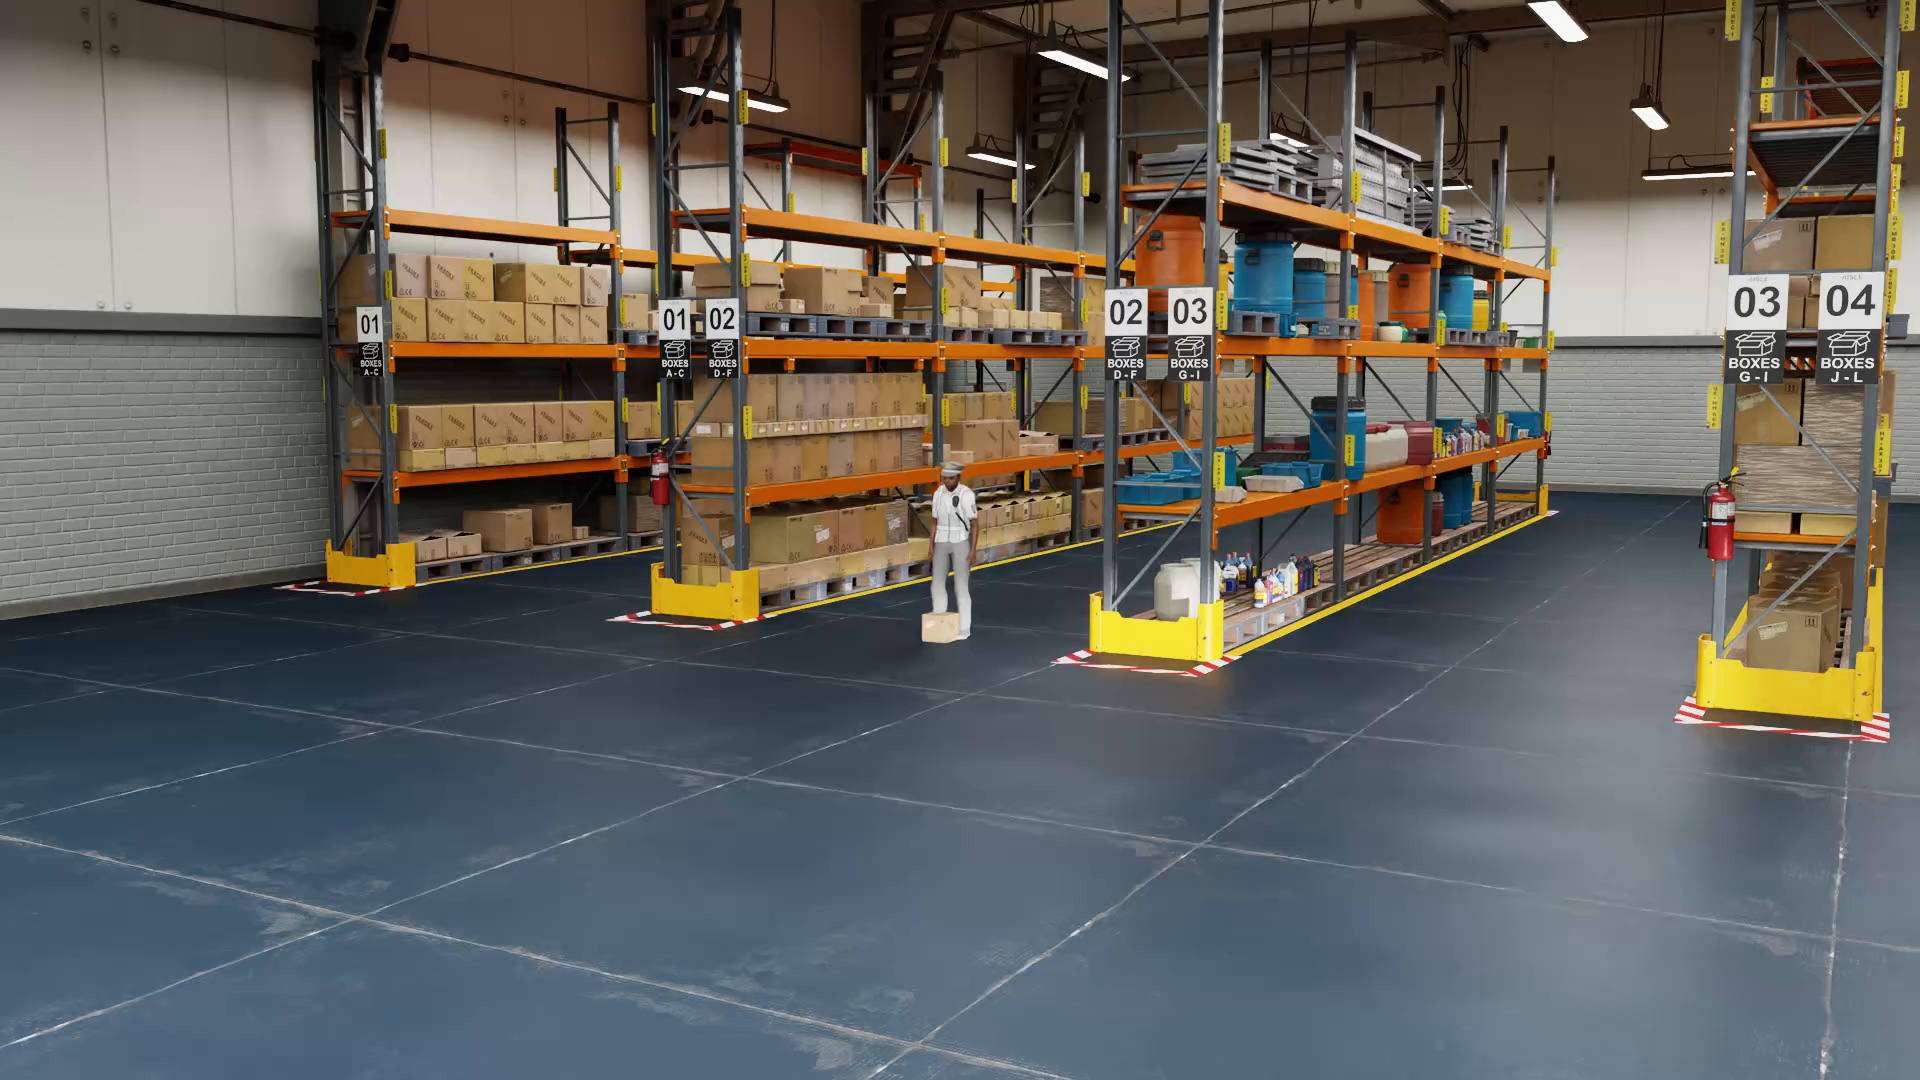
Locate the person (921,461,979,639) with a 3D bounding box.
[{"bbox_3d":[-0.079,0.087,15.563,0.518,1.656,0.396,3,7,26],"label":"person"}]
